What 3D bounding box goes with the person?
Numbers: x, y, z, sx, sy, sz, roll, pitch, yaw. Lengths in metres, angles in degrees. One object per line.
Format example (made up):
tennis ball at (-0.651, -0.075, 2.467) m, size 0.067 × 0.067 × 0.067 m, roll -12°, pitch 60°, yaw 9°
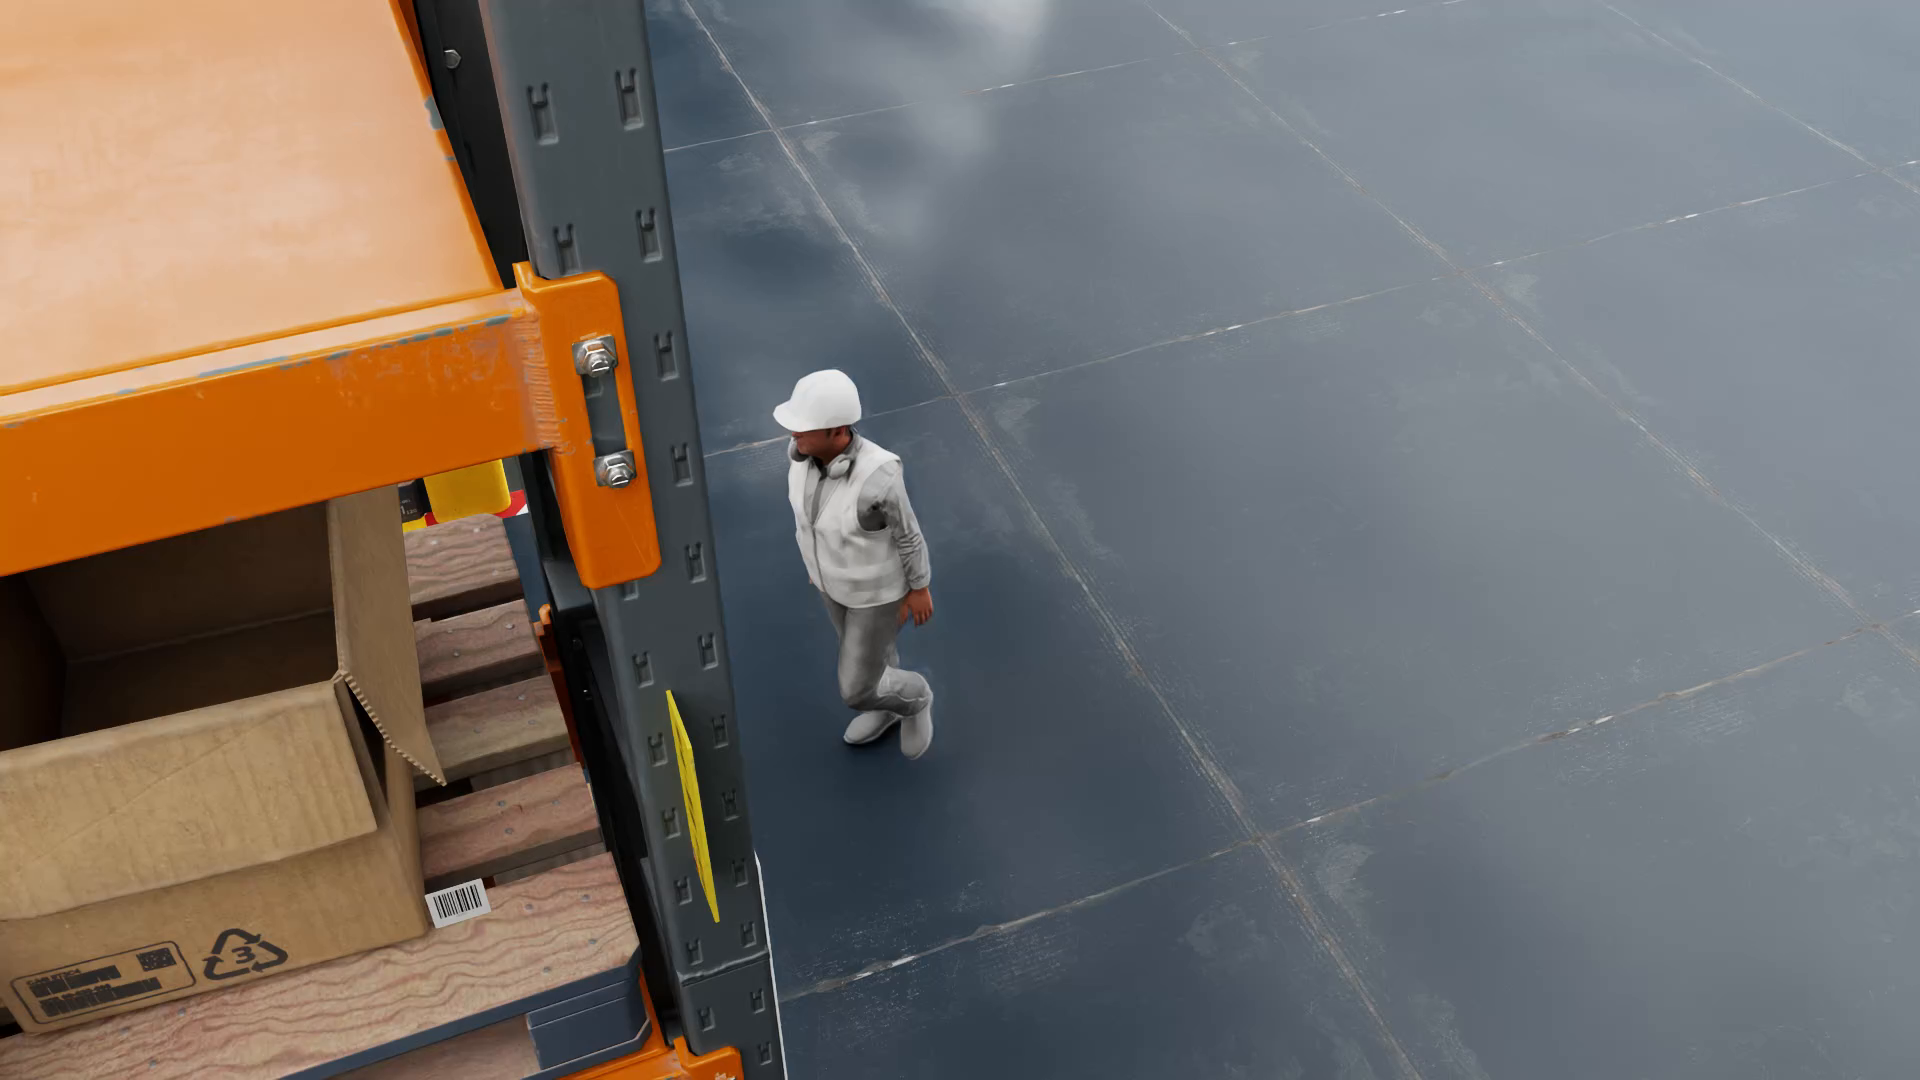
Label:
person at (-0.374, 0.112, 5.991) m, size 0.476 × 1.762 × 0.566 m, roll -32°, pitch 51°, yaw -31°
